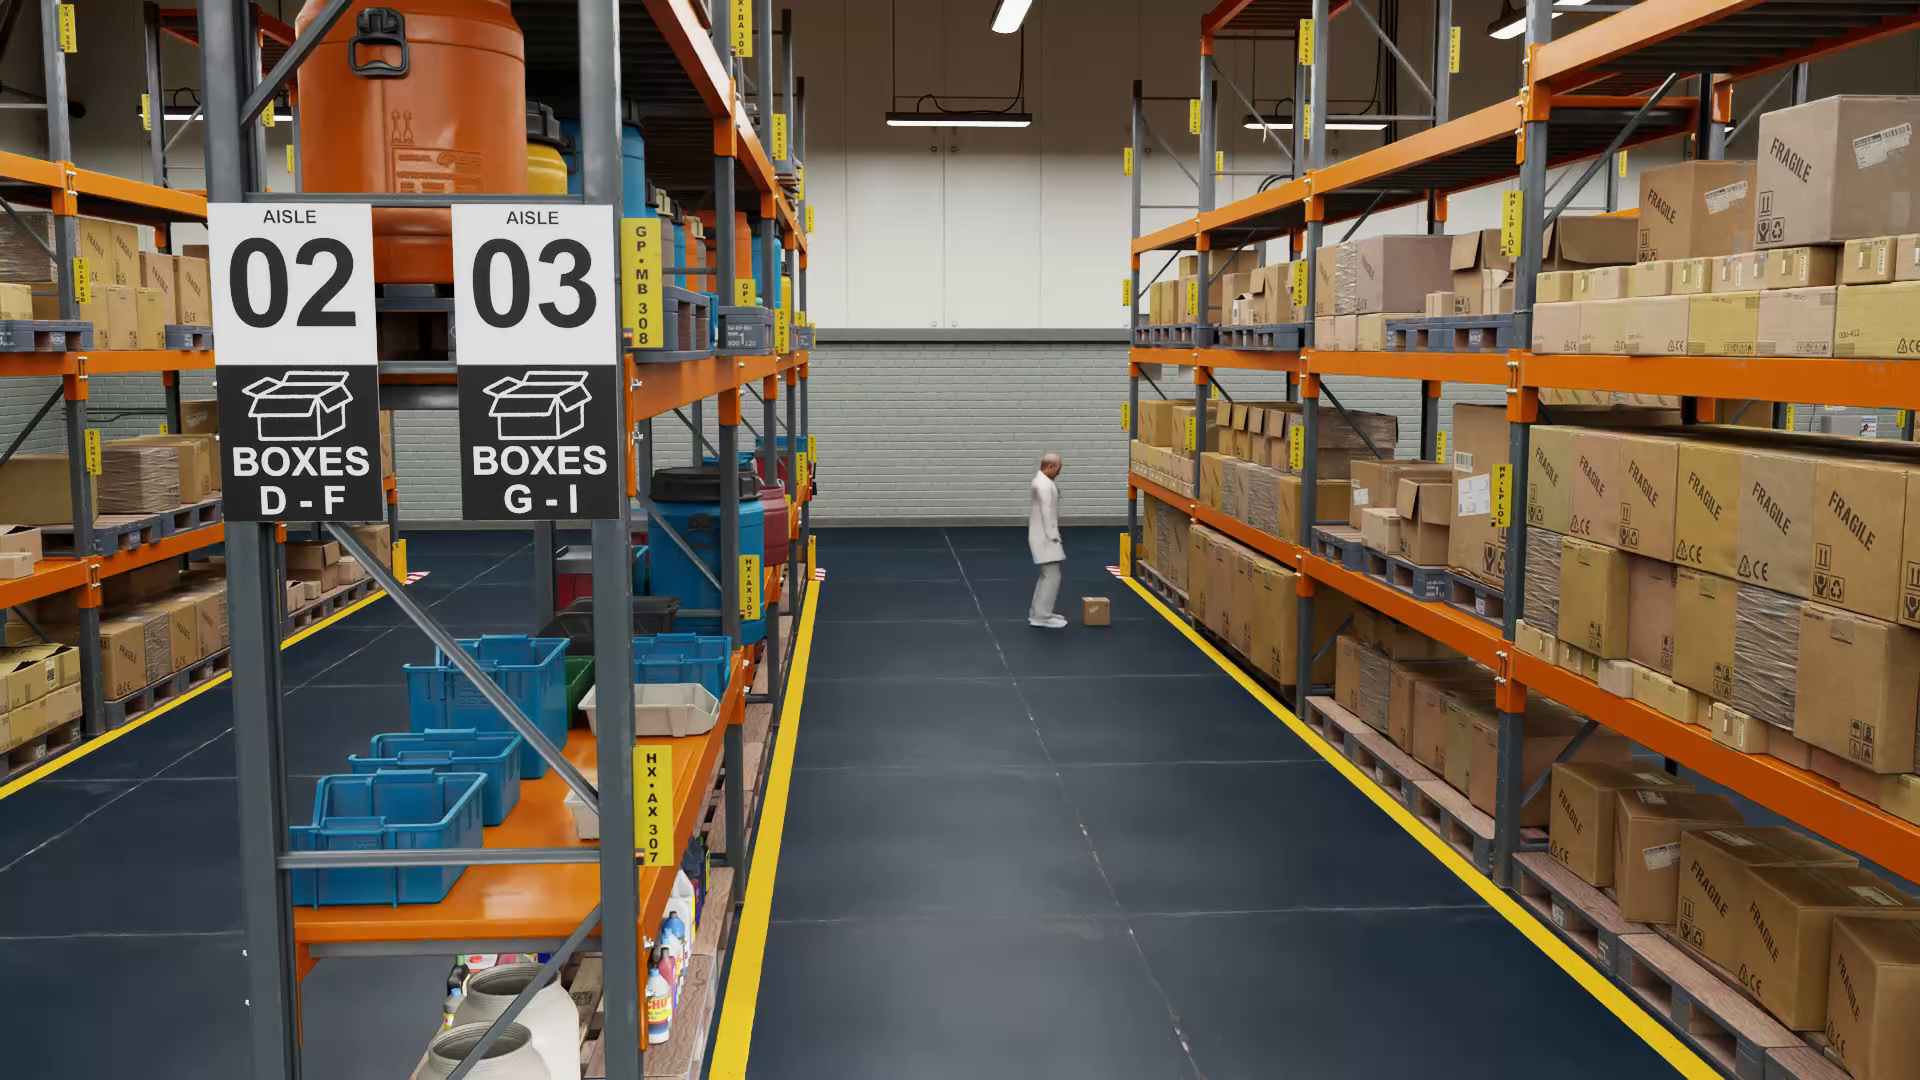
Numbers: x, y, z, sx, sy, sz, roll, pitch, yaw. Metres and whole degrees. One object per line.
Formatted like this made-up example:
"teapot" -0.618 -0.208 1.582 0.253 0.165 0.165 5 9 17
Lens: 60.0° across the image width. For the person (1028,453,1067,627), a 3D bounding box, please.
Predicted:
"person" 0.894 -0.008 17.003 0.389 1.758 0.575 0 7 -2
